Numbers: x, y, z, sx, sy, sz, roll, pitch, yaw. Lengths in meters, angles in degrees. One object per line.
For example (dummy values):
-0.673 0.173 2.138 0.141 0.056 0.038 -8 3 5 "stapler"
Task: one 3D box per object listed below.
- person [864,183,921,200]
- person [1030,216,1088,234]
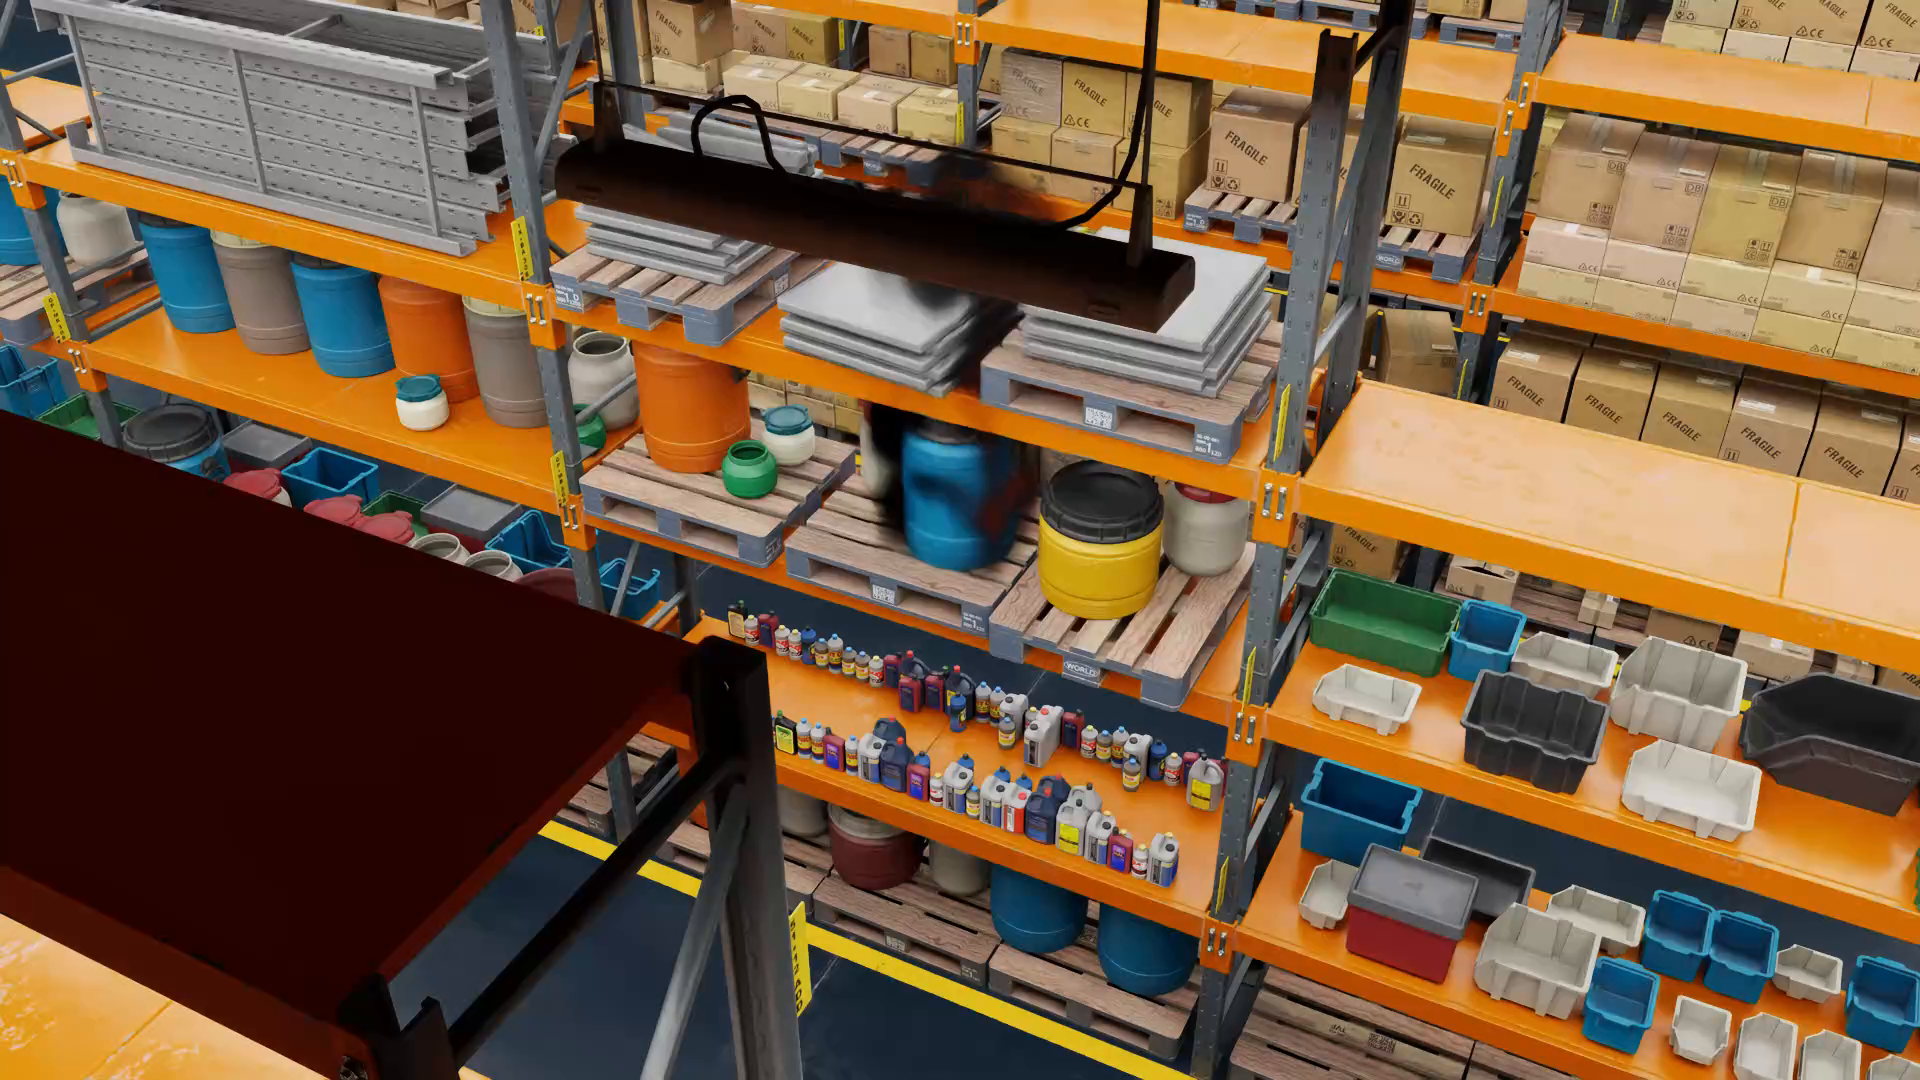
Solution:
-0.679 -3.626 17.648 0.822 1.673 0.704 -13 37 -18 "person"
1.155 -3.122 16.781 0.972 1.761 0.661 5 35 6 "person"
